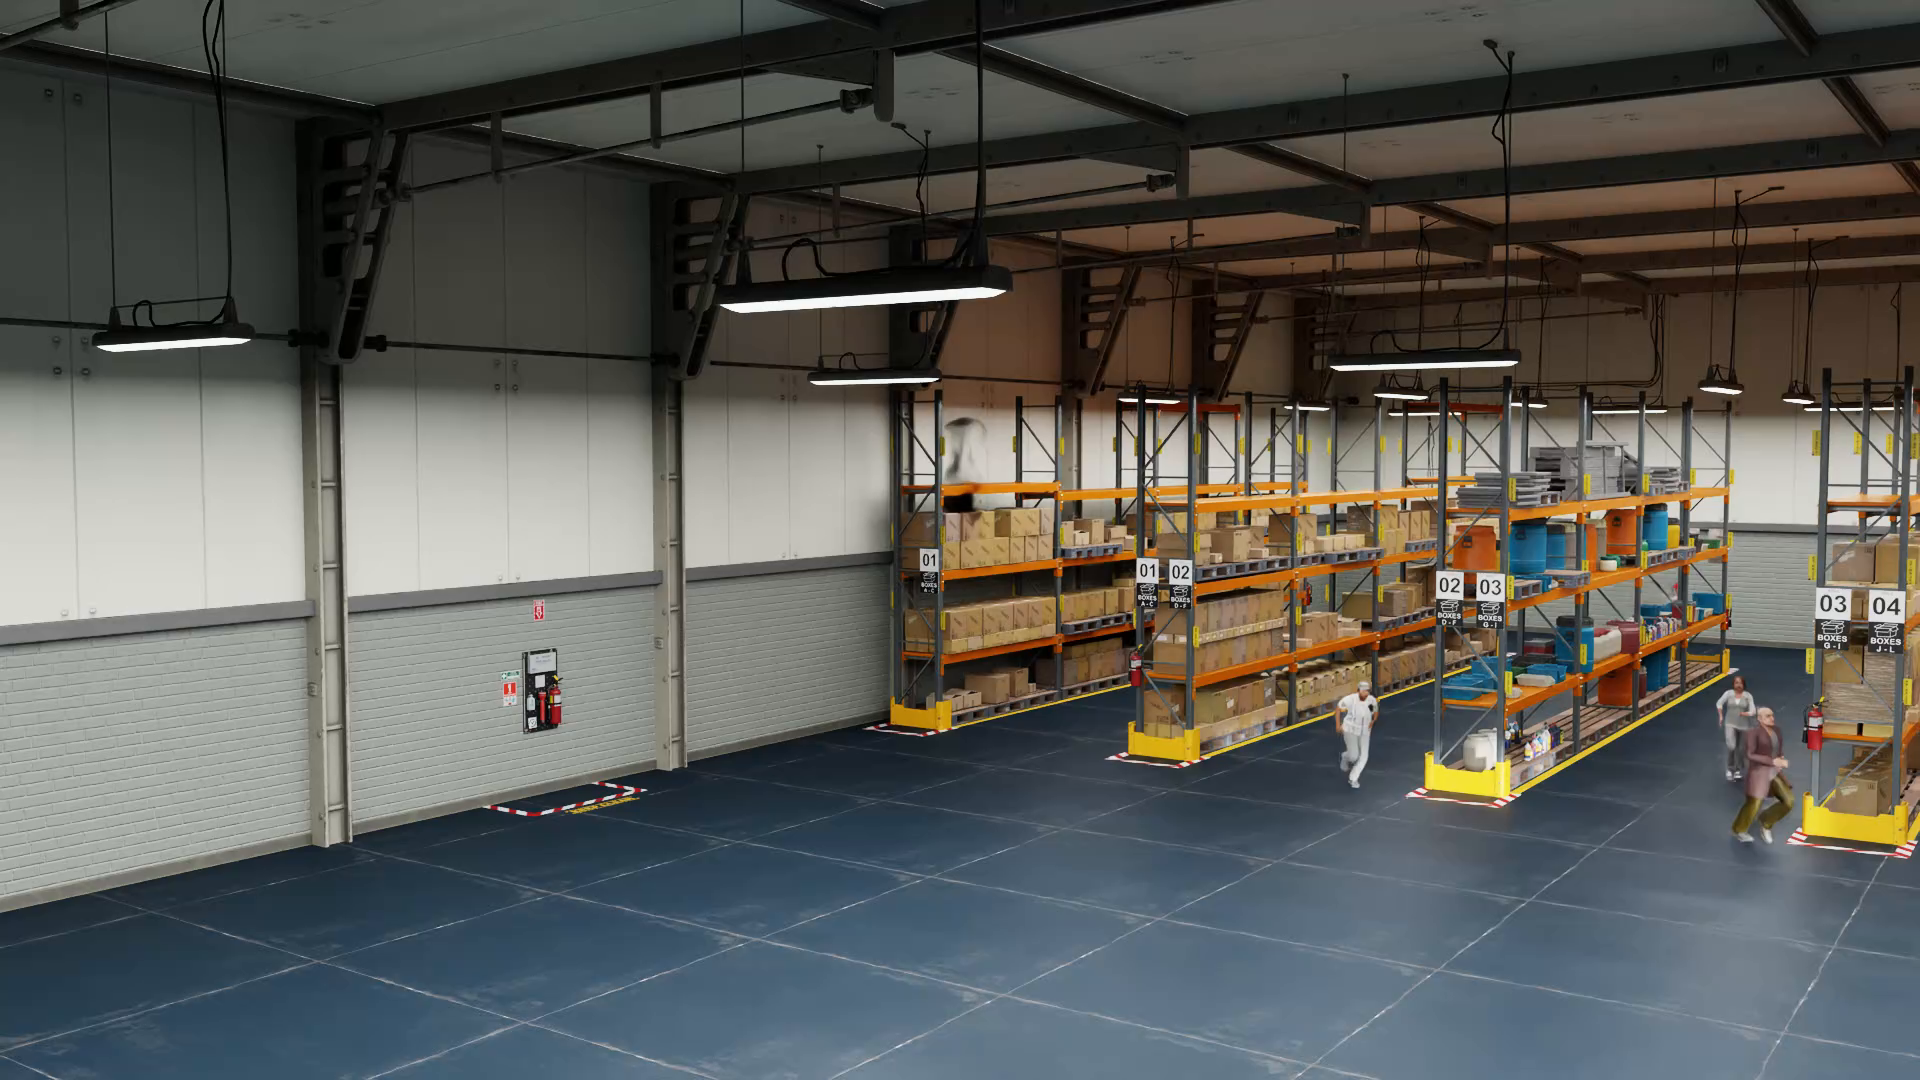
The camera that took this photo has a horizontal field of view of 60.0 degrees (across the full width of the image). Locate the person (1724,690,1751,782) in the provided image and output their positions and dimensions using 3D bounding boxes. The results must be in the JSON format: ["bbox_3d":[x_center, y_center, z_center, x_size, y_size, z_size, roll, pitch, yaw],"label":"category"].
[{"bbox_3d":[11.566,2.917,24.755,0.359,1.370,0.598,1,3,19],"label":"person"}]

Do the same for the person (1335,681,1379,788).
[{"bbox_3d":[5.851,2.851,24.484,0.596,1.603,0.723,-1,3,-12],"label":"person"}]

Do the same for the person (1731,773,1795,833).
[{"bbox_3d":[10.047,3.250,20.826,0.387,0.950,0.745,-1,3,-17],"label":"person"}]

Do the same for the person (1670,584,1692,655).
[{"bbox_3d":[17.189,1.897,39.737,0.621,1.736,0.626,3,5,45],"label":"person"}]
